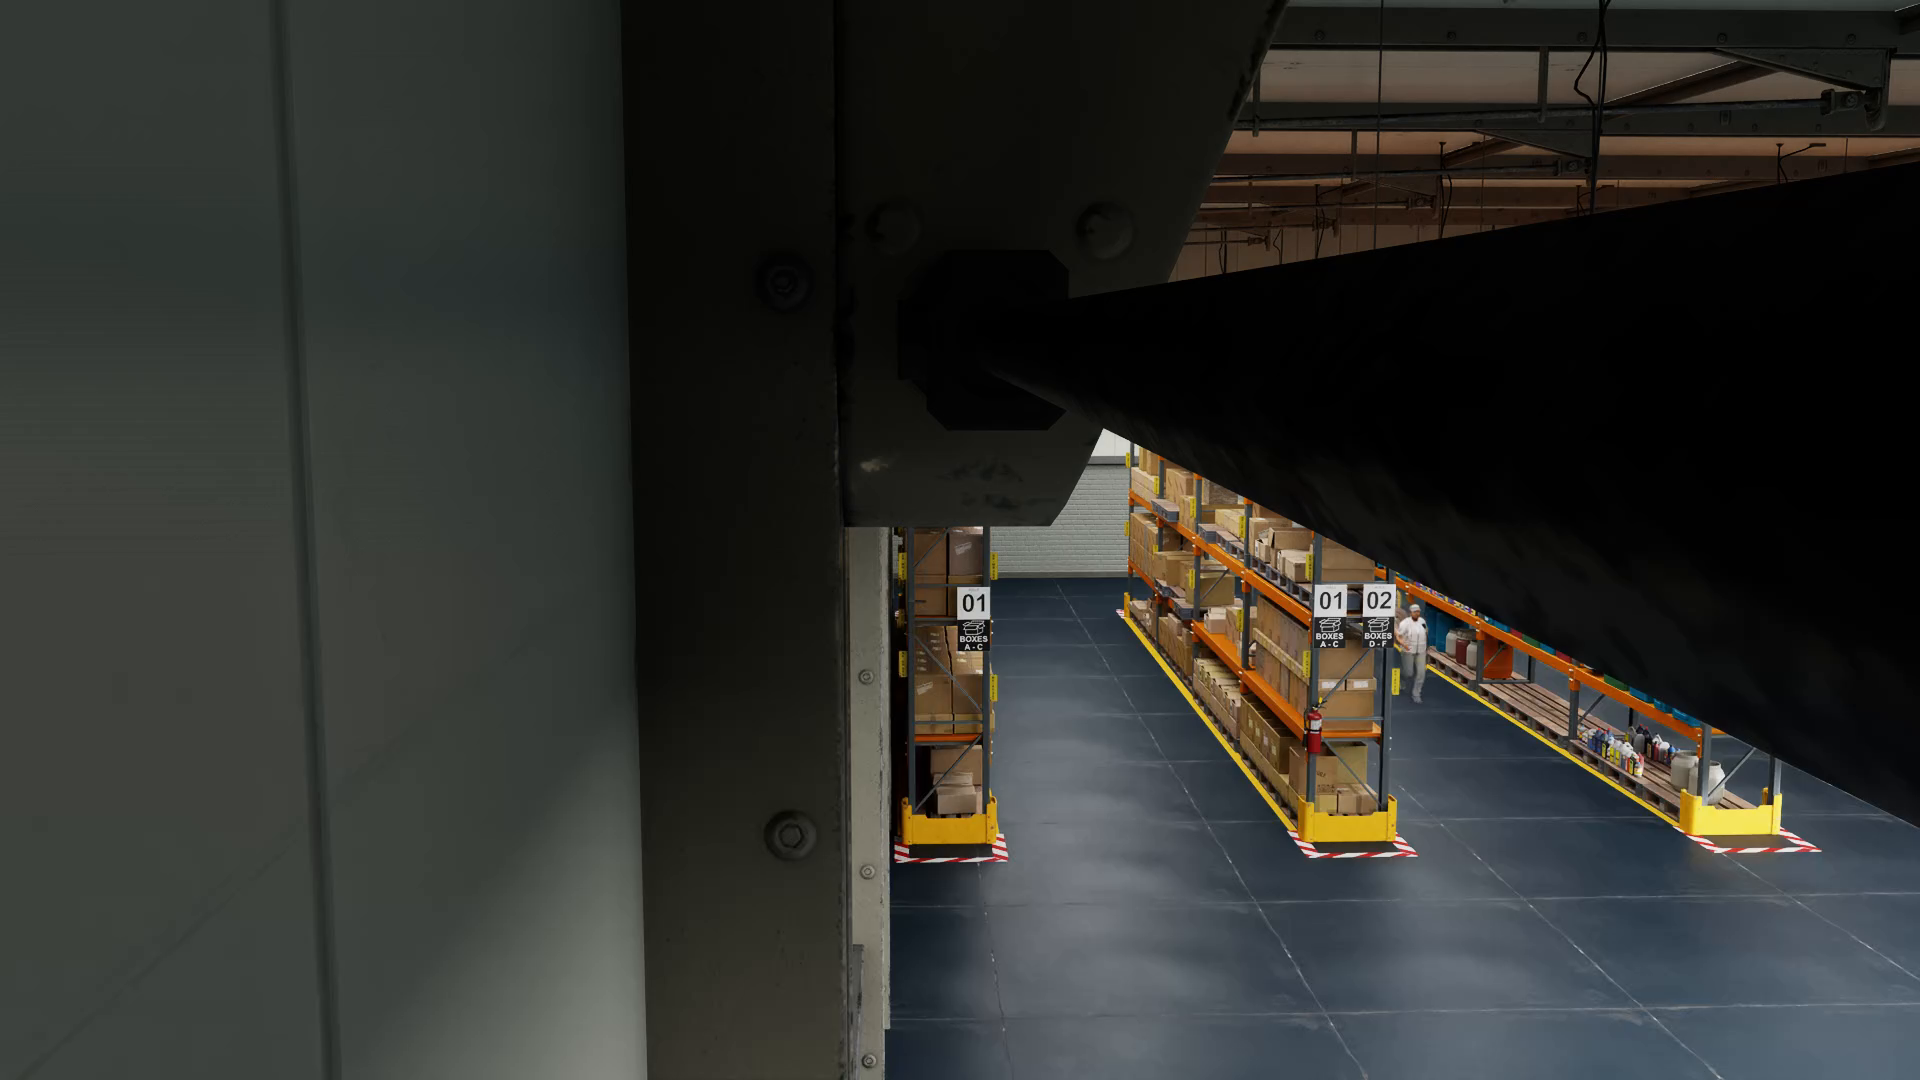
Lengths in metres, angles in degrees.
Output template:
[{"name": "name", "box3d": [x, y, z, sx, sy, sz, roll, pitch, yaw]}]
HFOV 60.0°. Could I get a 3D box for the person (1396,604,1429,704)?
[{"name": "person", "box3d": [7.725, 1.910, 28.356, 0.607, 1.655, 0.769, -1, 7, -5]}]
